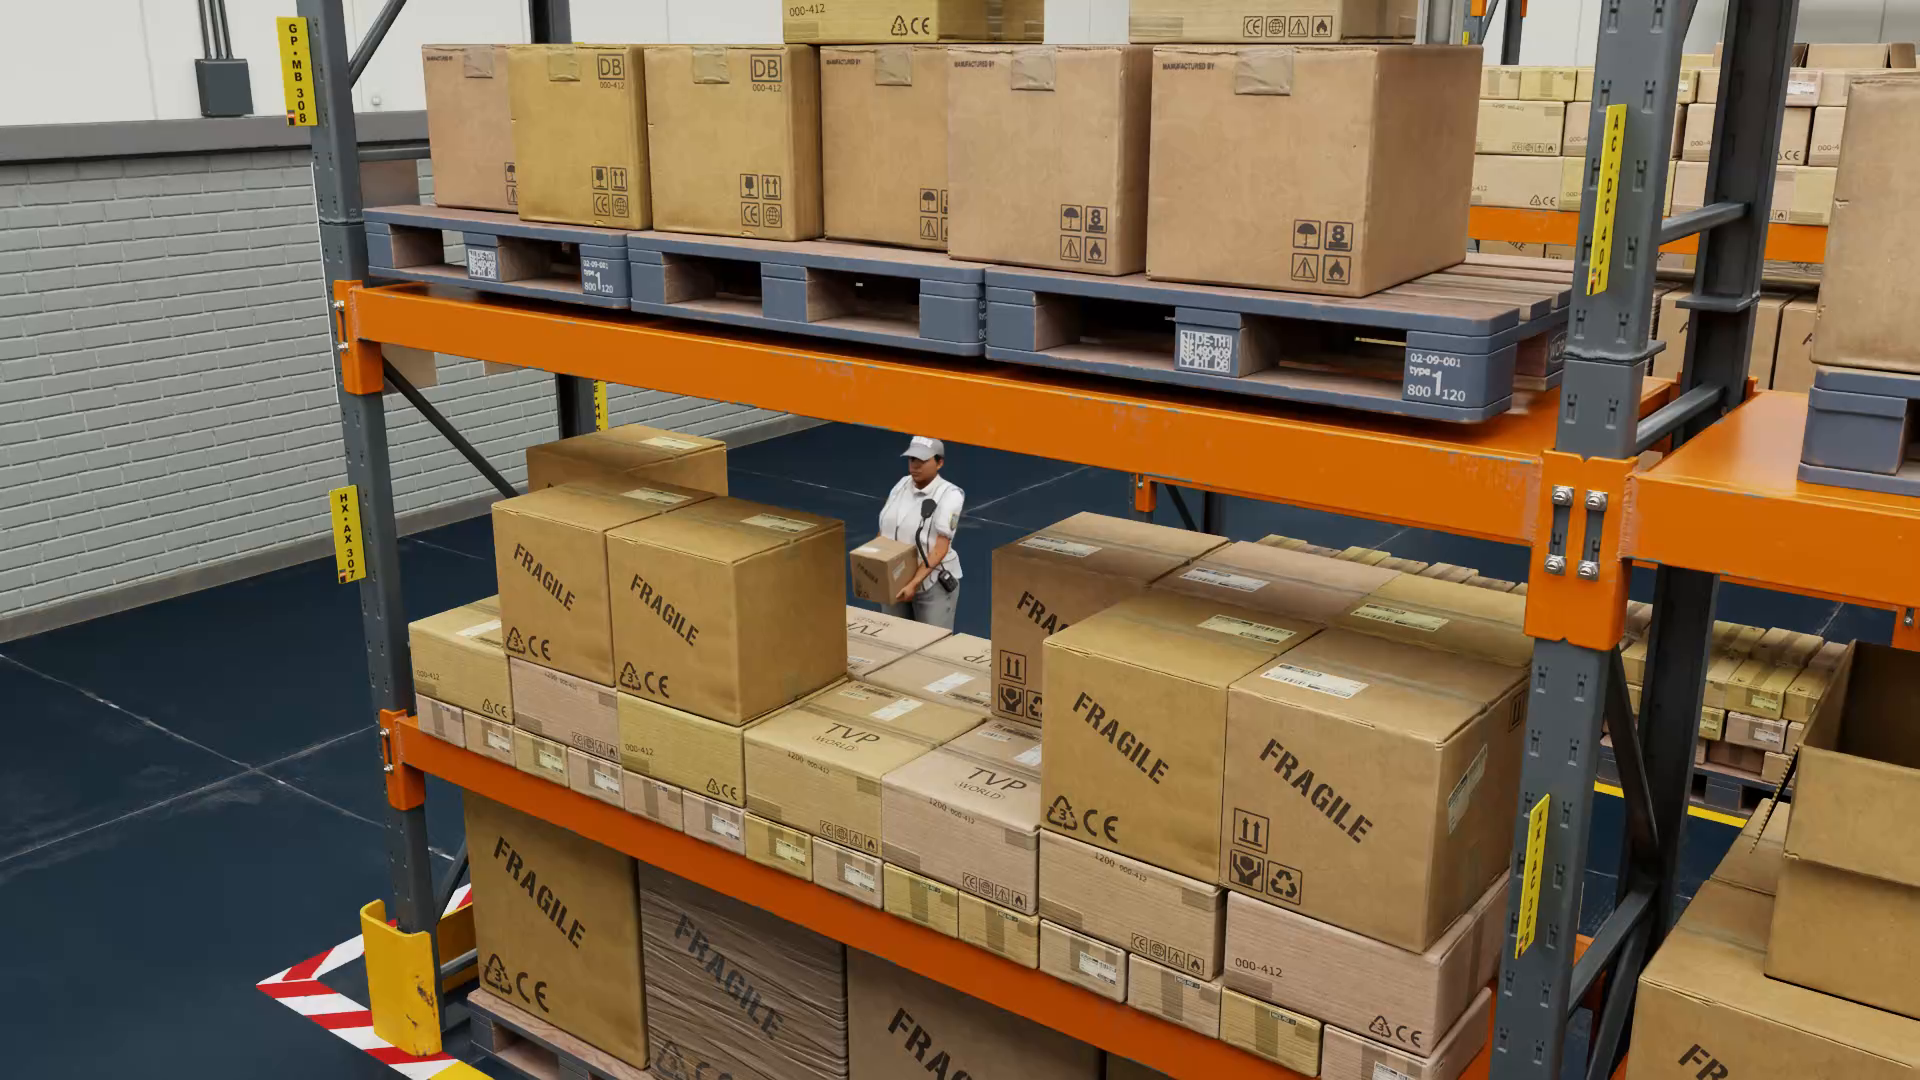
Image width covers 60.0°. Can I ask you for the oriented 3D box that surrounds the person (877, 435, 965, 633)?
[{"bbox_3d":[-0.256,0.271,8.650,0.455,1.657,0.541,13,21,36],"label":"person"}]
